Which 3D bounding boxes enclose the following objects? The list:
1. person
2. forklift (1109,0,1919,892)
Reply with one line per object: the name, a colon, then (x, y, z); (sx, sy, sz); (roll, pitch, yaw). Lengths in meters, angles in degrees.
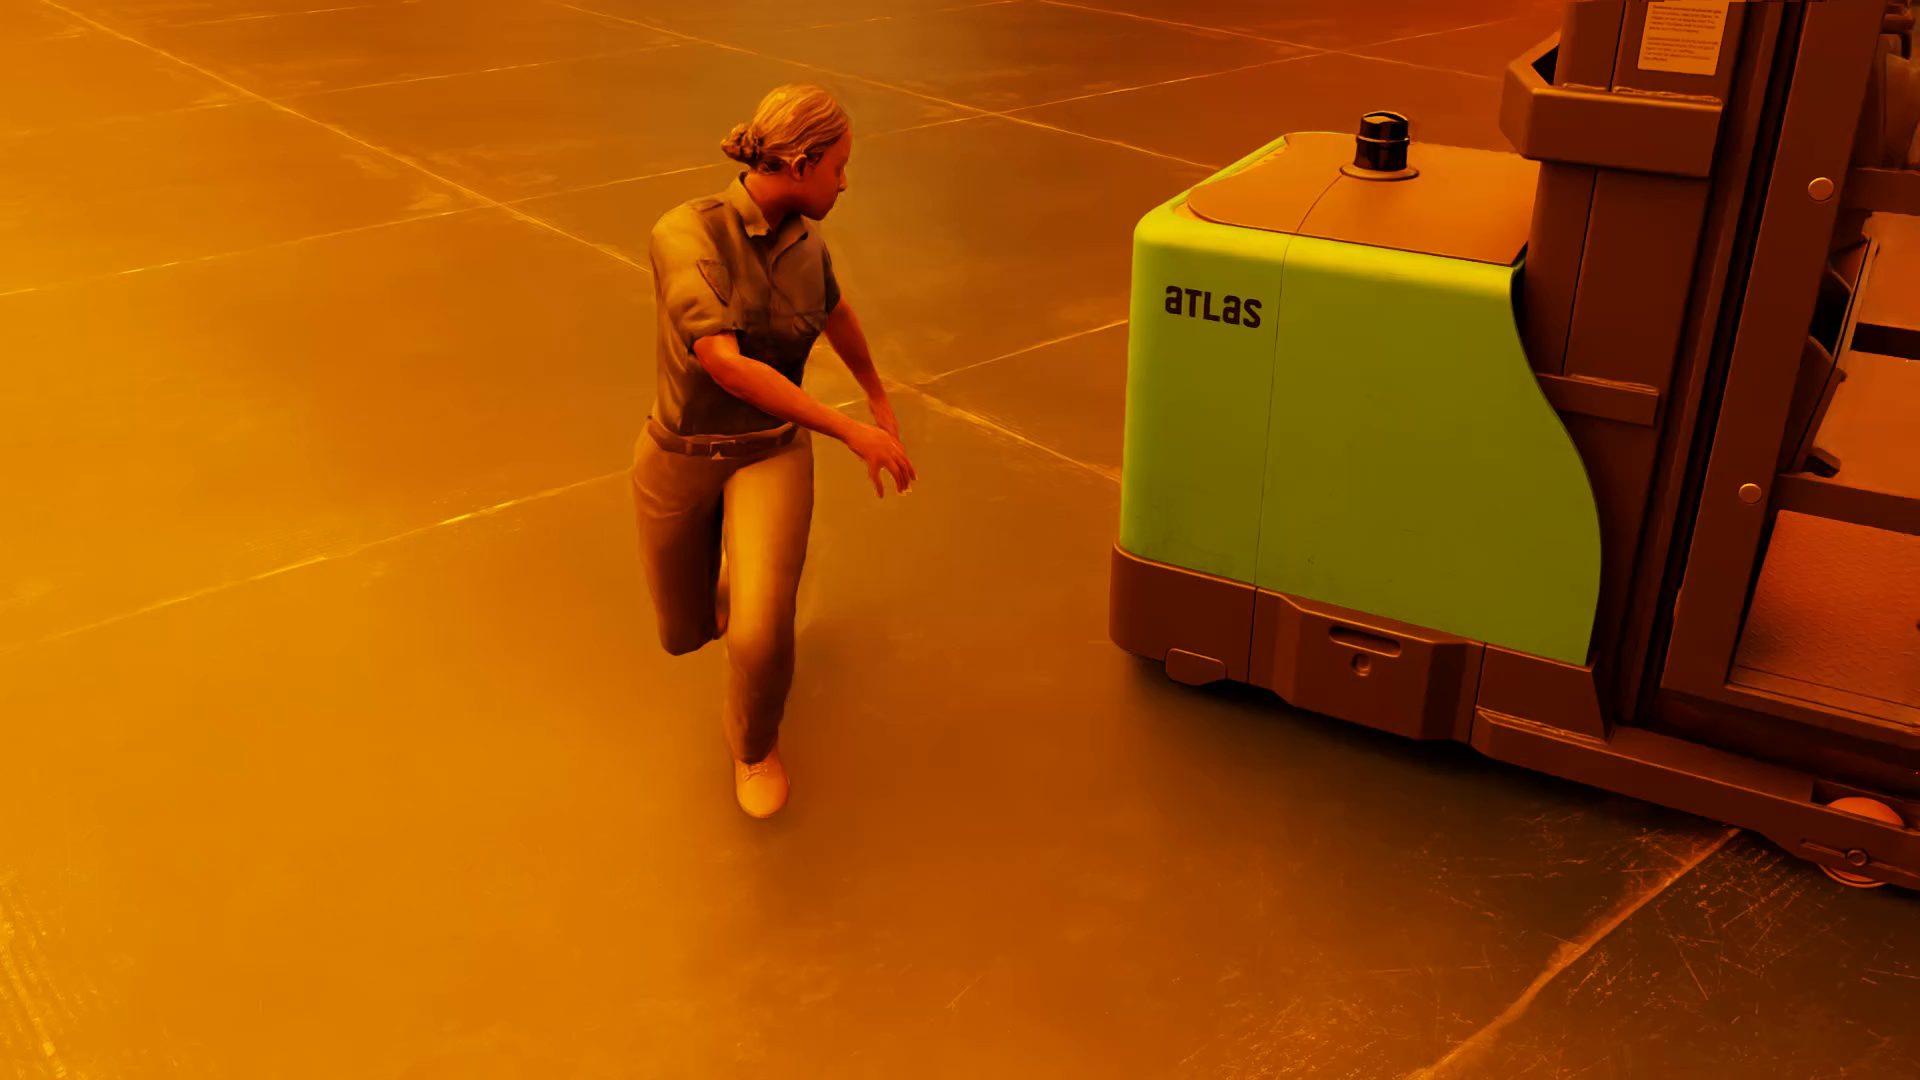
person: (-0.379, -0.214, 3.401); (0.592, 1.435, 0.862); (-6, 27, -11)
forklift: (1.885, -0.880, 2.977); (3.031, 2.935, 1.130); (14, 30, 26)
